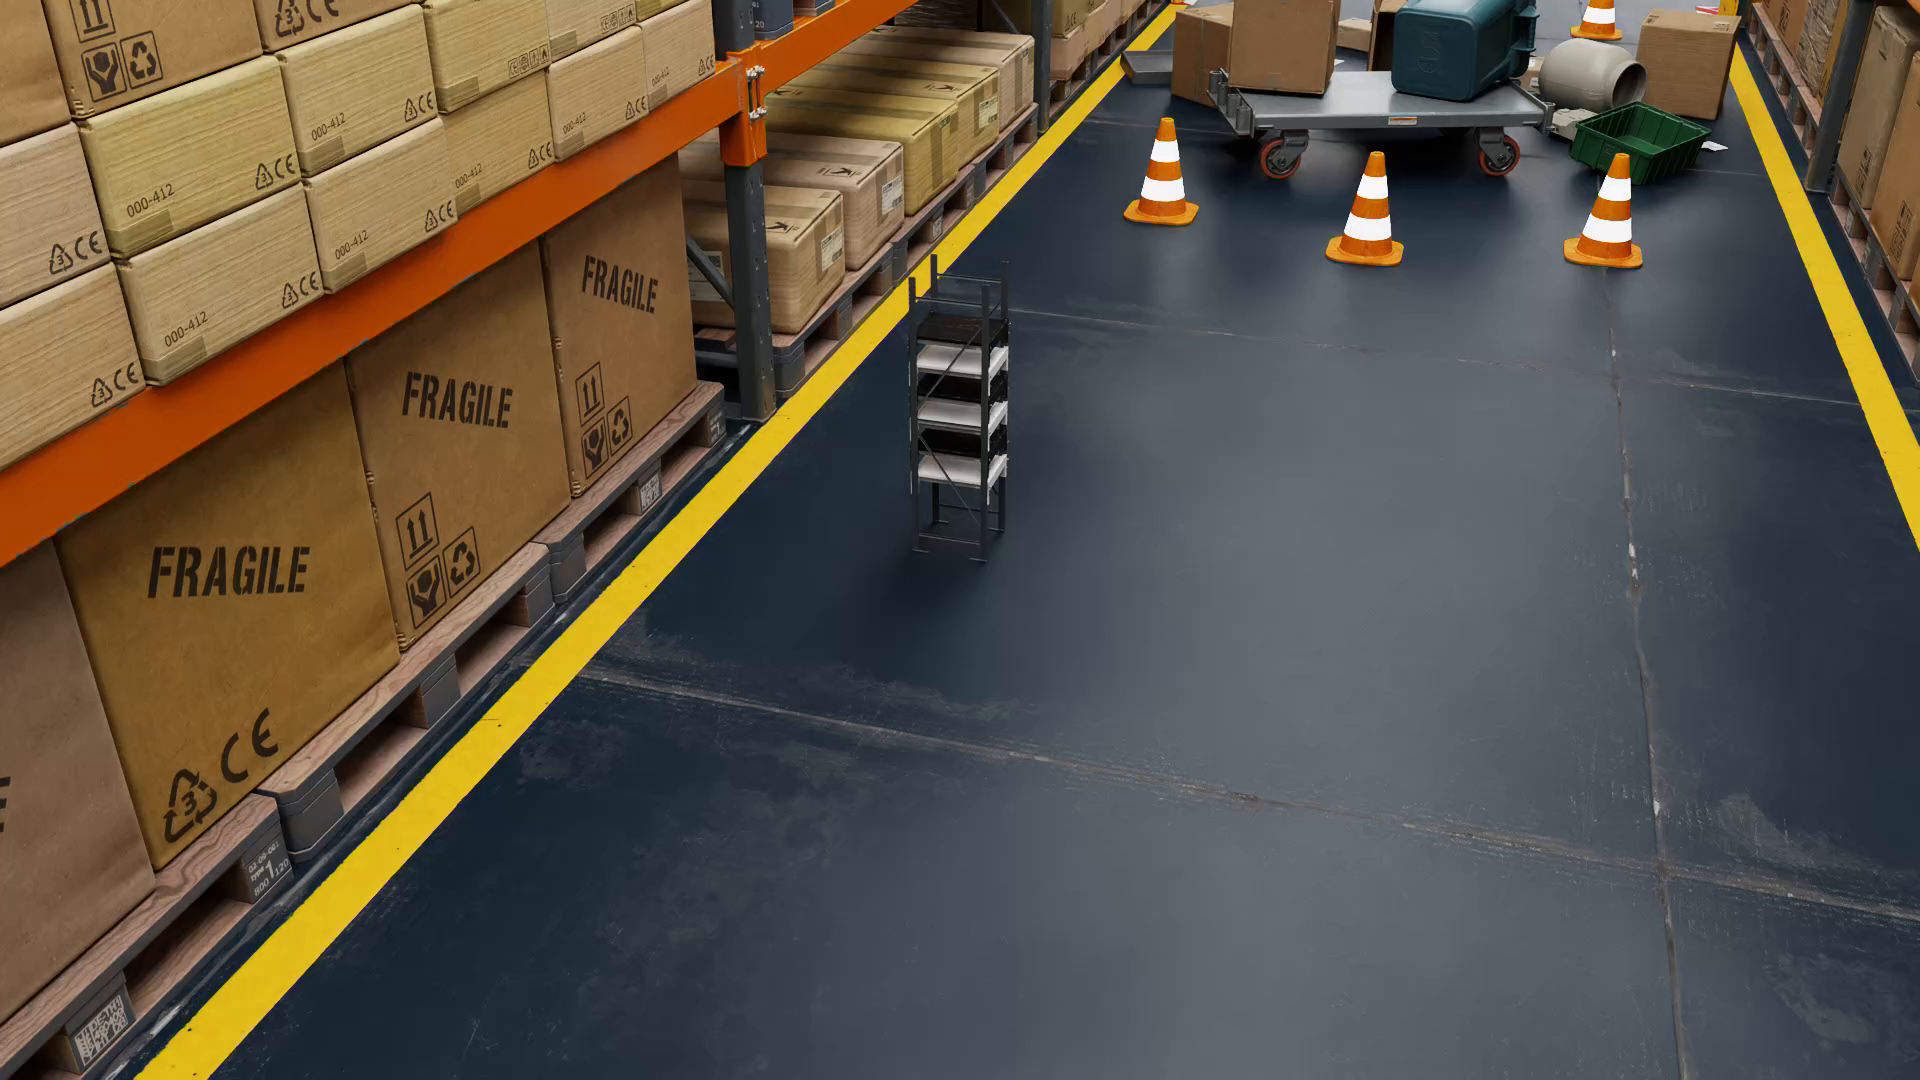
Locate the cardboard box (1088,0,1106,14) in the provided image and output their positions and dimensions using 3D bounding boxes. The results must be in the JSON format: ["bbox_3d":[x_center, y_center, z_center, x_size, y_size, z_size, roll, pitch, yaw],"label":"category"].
[{"bbox_3d":[0.585,-3.476,10.038,0.500,0.500,0.500,10,31,17],"label":"cardboard box"}]

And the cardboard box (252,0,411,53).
[{"bbox_3d":[-1.518,-1.321,3.408,0.500,0.500,0.500,8,30,14],"label":"cardboard box"}]

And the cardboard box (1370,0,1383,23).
[{"bbox_3d":[3.087,-3.271,10.612,0.797,0.503,0.637,-12,31,-20],"label":"cardboard box"}]

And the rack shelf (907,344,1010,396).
[{"bbox_3d":[-0.002,-0.518,4.953,0.258,0.077,0.200,8,30,15],"label":"rack shelf"}]

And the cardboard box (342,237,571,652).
[{"bbox_3d":[-1.714,-0.354,4.554,0.875,0.875,0.875,9,30,15],"label":"cardboard box"}]

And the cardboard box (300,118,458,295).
[{"bbox_3d":[-1.487,-0.772,3.706,0.500,0.250,0.500,8,30,14],"label":"cardboard box"}]

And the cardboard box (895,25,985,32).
[{"bbox_3d":[-0.076,-2.975,9.910,0.500,0.250,0.500,10,31,17],"label":"cardboard box"}]

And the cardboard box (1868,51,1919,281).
[{"bbox_3d":[4.387,-1.472,6.693,1.050,0.750,0.750,8,30,15],"label":"cardboard box"}]

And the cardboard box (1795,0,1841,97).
[{"bbox_3d":[5.282,-2.978,9.271,0.875,0.875,0.875,9,30,15],"label":"cardboard box"}]

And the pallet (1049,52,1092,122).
[{"bbox_3d":[0.171,-2.779,10.028,1.003,0.211,1.213,8,30,15],"label":"pallet"}]

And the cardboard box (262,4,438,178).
[{"bbox_3d":[-1.495,-0.992,3.588,0.500,0.250,0.500,8,30,13],"label":"cardboard box"}]

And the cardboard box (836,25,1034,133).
[{"bbox_3d":[-0.144,-2.472,8.878,0.950,0.372,0.625,9,30,16],"label":"cardboard box"}]

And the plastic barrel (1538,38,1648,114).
[{"bbox_3d":[3.636,-2.641,9.563,0.421,0.421,0.512,-17,34,-28],"label":"plastic barrel"}]

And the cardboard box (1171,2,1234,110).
[{"bbox_3d":[1.623,-2.893,9.934,0.500,0.500,0.500,-17,34,-28],"label":"cardboard box"}]

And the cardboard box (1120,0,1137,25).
[{"bbox_3d":[0.894,-3.624,11.075,0.500,0.250,0.500,7,30,13],"label":"cardboard box"}]

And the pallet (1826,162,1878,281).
[{"bbox_3d":[4.615,-1.433,7.609,1.003,0.211,1.213,8,30,15],"label":"pallet"}]

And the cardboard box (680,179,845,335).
[{"bbox_3d":[-0.991,-1.118,6.445,0.950,0.372,0.625,6,30,11],"label":"cardboard box"}]

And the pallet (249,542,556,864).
[{"bbox_3d":[-1.830,0.318,4.462,1.003,0.211,1.213,8,30,15],"label":"pallet"}]

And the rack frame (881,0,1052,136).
[{"bbox_3d":[0.008,-3.680,8.780,1.000,3.000,0.127,8,30,15],"label":"rack frame"}]

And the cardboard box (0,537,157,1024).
[{"bbox_3d":[-2.235,0.483,3.050,0.875,0.875,0.875,9,30,16],"label":"cardboard box"}]

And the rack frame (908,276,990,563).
[{"bbox_3d":[-0.032,-0.342,4.940,0.240,0.900,0.006,8,30,15],"label":"rack frame"}]

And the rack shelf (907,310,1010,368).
[{"bbox_3d":[-0.002,-0.596,4.909,0.258,0.077,0.200,8,30,15],"label":"rack shelf"}]

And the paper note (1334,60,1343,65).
[{"bbox_3d":[2.415,-3.140,10.875,0.148,0.019,0.142,20,35,32],"label":"paper note"}]

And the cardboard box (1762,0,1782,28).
[{"bbox_3d":[5.808,-3.810,10.768,0.875,0.875,0.875,9,30,15],"label":"cardboard box"}]

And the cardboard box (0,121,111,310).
[{"bbox_3d":[-1.815,-0.526,2.750,0.500,0.250,0.500,9,30,16],"label":"cardboard box"}]

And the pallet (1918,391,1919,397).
[{"bbox_3d":[3.899,-0.299,5.571,1.003,0.211,1.213,8,30,15],"label":"pallet"}]

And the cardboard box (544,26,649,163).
[{"bbox_3d":[-1.201,-1.244,4.555,0.500,0.250,0.500,9,30,16],"label":"cardboard box"}]

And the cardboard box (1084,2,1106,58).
[{"bbox_3d":[0.585,-3.148,10.219,0.500,0.250,0.500,10,31,18],"label":"cardboard box"}]

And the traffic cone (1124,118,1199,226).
[{"bbox_3d":[0.982,-1.796,8.002,0.336,0.463,0.334,8,30,15],"label":"traffic cone"}]

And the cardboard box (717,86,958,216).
[{"bbox_3d":[-0.554,-1.814,7.696,0.950,0.372,0.625,10,30,17],"label":"cardboard box"}]

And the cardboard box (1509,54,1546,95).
[{"bbox_3d":[3.513,-2.888,10.168,0.396,0.266,0.258,14,32,23],"label":"cardboard box"}]

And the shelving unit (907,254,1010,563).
[{"bbox_3d":[-0.002,-0.389,5.024,0.258,0.900,0.210,8,30,15],"label":"shelving unit"}]

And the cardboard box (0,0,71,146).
[{"bbox_3d":[-1.813,-0.847,2.556,0.500,0.500,0.500,8,30,15],"label":"cardboard box"}]

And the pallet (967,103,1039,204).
[{"bbox_3d":[-0.219,-2.100,8.808,1.003,0.211,1.213,8,30,15],"label":"pallet"}]

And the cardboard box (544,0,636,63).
[{"bbox_3d":[-1.212,-1.474,4.455,0.500,0.250,0.500,8,30,14],"label":"cardboard box"}]

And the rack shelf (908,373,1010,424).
[{"bbox_3d":[-0.002,-0.439,4.997,0.258,0.077,0.200,8,30,15],"label":"rack shelf"}]

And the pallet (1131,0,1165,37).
[{"bbox_3d":[0.887,-3.913,12.067,1.003,0.211,1.213,8,30,15],"label":"pallet"}]

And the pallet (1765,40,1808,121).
[{"bbox_3d":[5.424,-2.714,9.911,1.003,0.211,1.213,8,30,15],"label":"pallet"}]

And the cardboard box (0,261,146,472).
[{"bbox_3d":[-1.808,-0.305,2.866,0.500,0.250,0.500,8,30,14],"label":"cardboard box"}]

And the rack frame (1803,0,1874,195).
[{"bbox_3d":[4.770,-3.021,7.595,1.000,3.000,0.127,8,30,15],"label":"rack frame"}]

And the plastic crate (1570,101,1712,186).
[{"bbox_3d":[3.568,-2.085,8.746,0.662,0.188,0.450,-24,47,-37],"label":"plastic crate"}]

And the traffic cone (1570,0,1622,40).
[{"bbox_3d":[4.430,-3.727,11.474,0.336,0.463,0.334,8,30,15],"label":"traffic cone"}]

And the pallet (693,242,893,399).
[{"bbox_3d":[-0.935,-0.966,6.769,1.003,0.211,1.213,8,30,15],"label":"pallet"}]

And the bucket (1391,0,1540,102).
[{"bbox_3d":[2.606,-2.647,8.726,0.726,0.611,0.620,20,45,32],"label":"bucket"}]

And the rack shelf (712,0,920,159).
[{"bbox_3d":[-0.579,-2.437,7.285,1.077,0.370,4.000,8,30,15],"label":"rack shelf"}]

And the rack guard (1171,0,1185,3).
[{"bbox_3d":[1.160,-4.412,12.666,1.175,0.500,0.348,8,30,15],"label":"rack guard"}]
